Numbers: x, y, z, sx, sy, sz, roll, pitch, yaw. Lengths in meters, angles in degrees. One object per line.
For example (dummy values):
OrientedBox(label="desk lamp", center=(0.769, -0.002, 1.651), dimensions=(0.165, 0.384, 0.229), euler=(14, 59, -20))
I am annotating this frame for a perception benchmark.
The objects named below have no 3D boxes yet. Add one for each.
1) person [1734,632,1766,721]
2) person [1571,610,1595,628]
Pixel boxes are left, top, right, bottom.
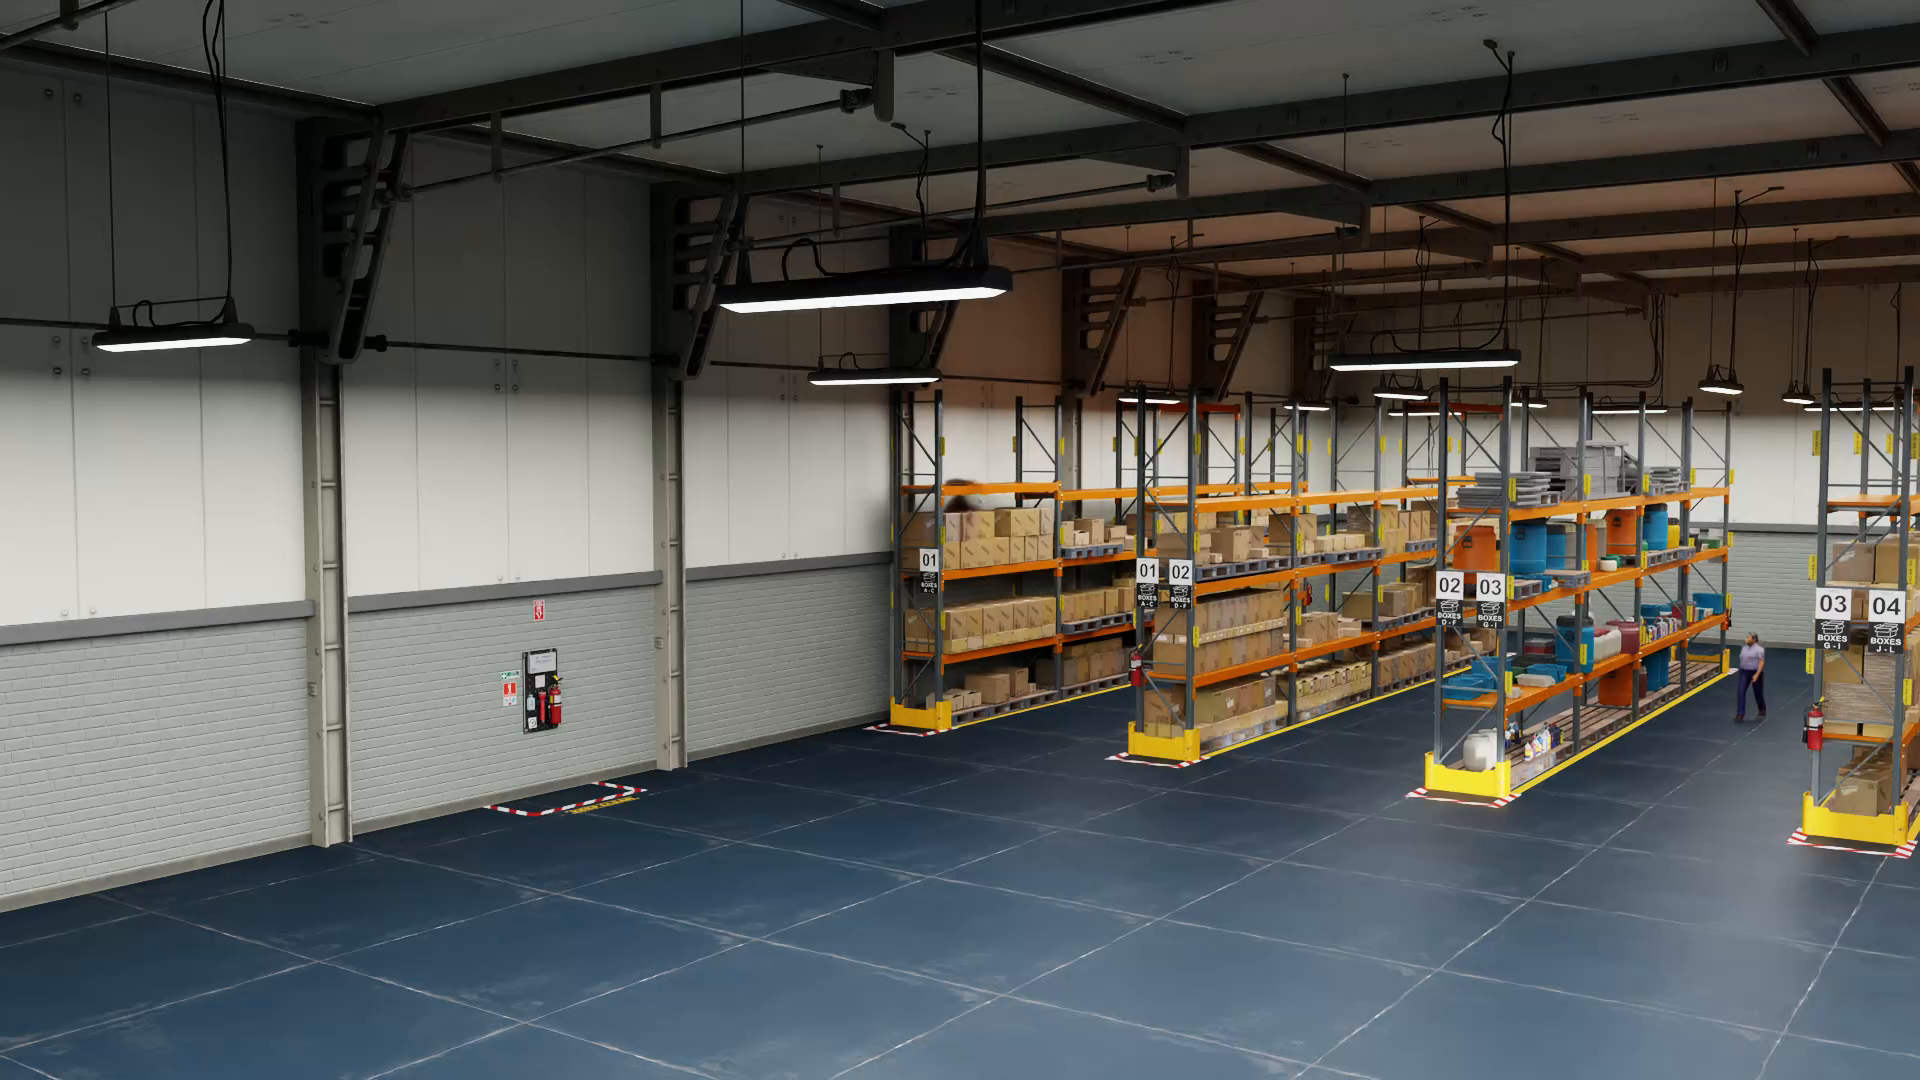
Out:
OrientedBox(label="person", center=(14.489, 2.481, 30.432), dimensions=(0.449, 1.598, 0.938), euler=(3, 4, 39))
OrientedBox(label="person", center=(13.358, 2.154, 35.772), dimensions=(0.603, 1.808, 0.878), euler=(3, 4, 39))
